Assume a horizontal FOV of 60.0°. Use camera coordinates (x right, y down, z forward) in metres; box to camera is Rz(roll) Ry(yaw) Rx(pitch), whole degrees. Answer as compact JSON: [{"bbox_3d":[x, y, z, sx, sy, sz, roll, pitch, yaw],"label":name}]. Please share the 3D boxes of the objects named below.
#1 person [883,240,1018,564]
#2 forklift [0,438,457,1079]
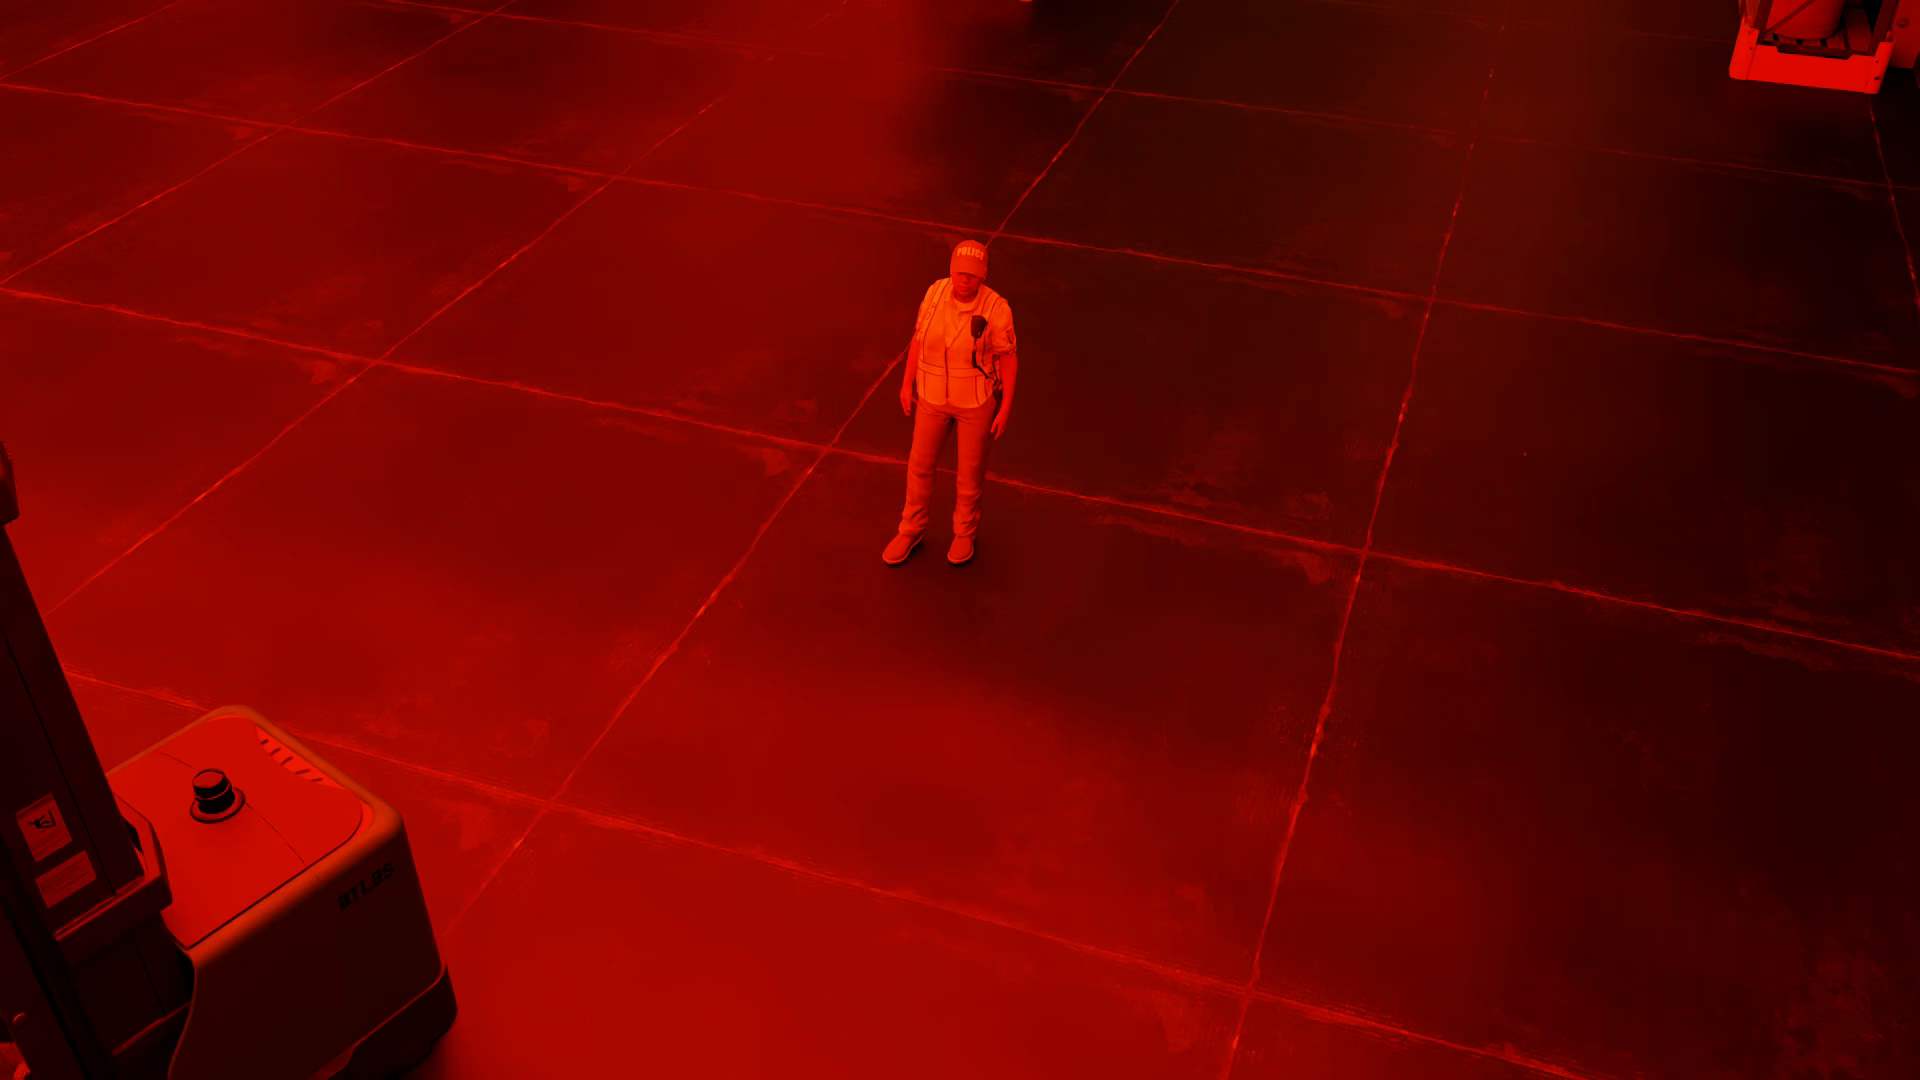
[{"bbox_3d":[-0.047,-0.648,8.106,0.598,1.670,0.529,12,37,16],"label":"person"},{"bbox_3d":[-3.139,1.092,4.571,1.130,2.935,3.031,24,42,30],"label":"forklift"}]
